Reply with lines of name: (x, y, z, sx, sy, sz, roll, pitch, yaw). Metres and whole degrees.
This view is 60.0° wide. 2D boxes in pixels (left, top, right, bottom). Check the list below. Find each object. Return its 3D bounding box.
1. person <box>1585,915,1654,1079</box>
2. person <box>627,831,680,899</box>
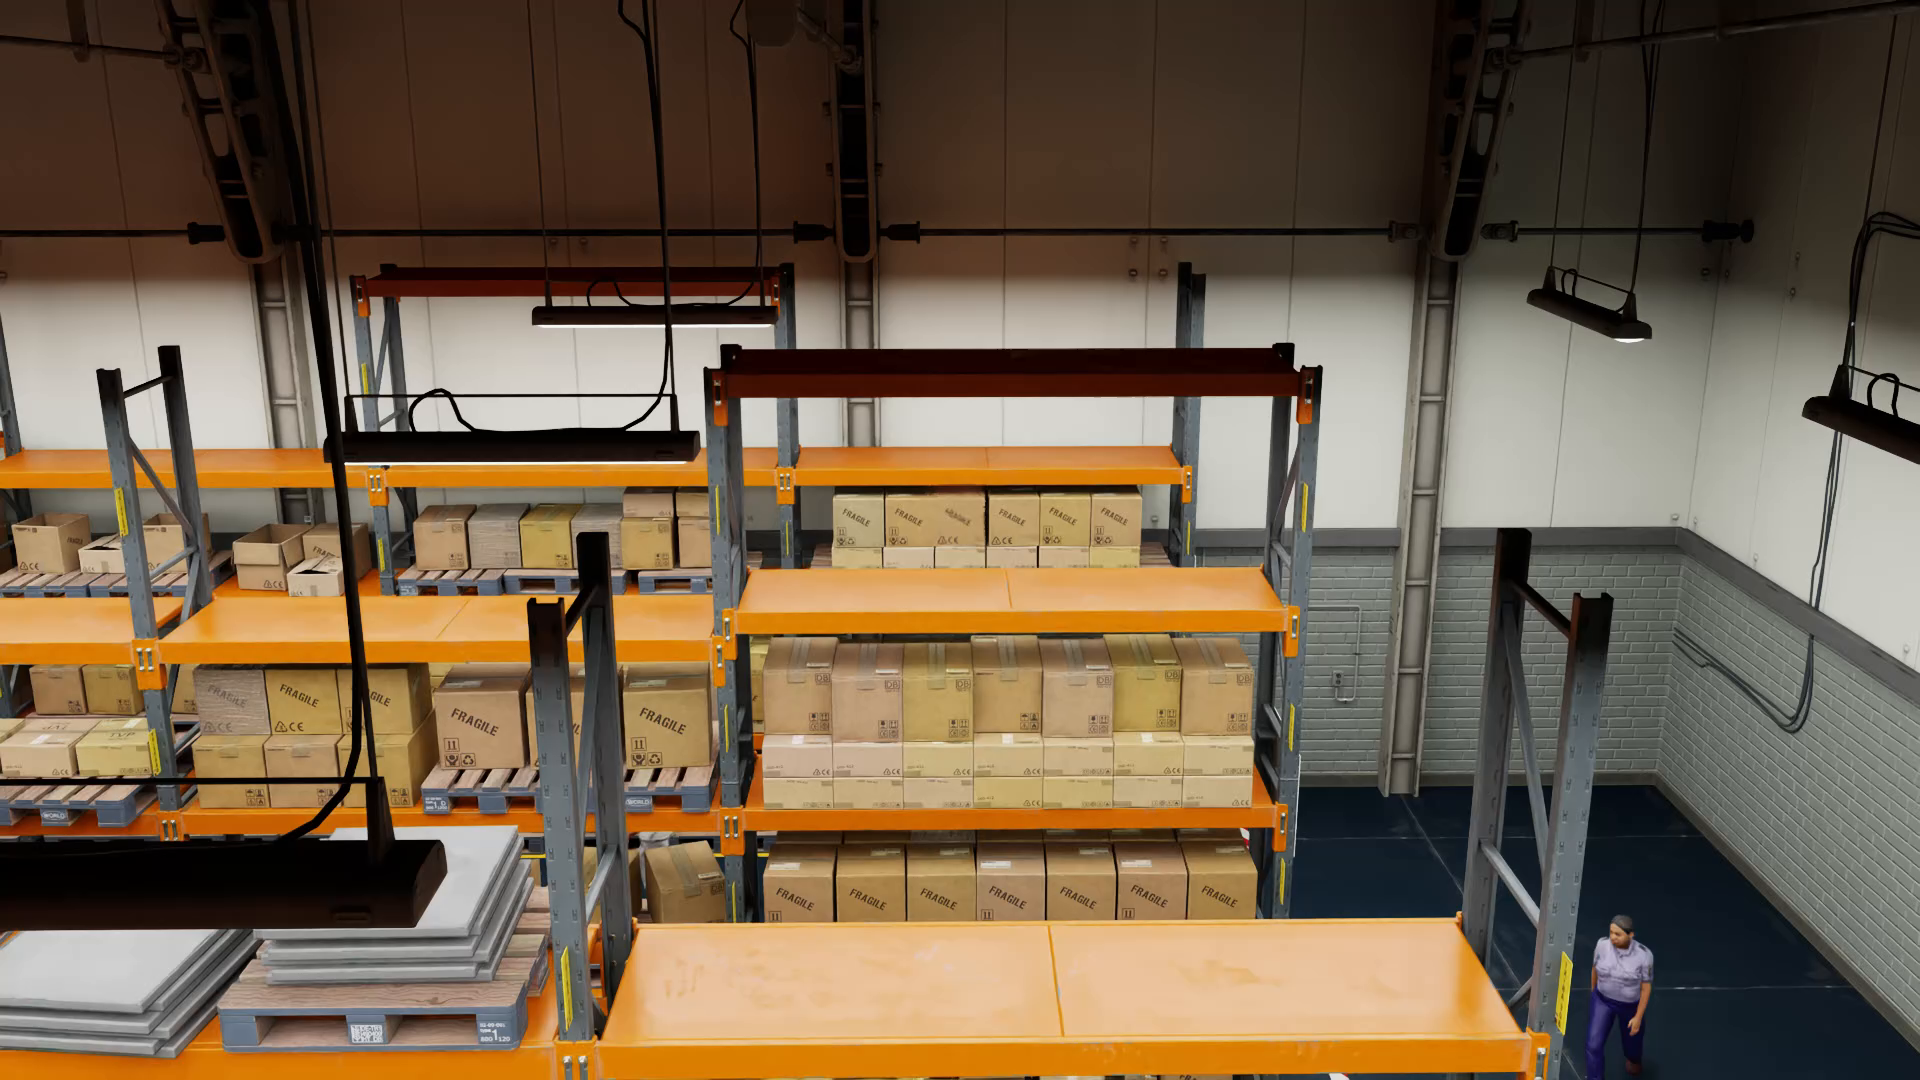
person: (5.209, 3.680, 13.176, 0.465, 1.533, 1.018, 9, 19, 29)
person: (-2.925, 2.843, 15.838, 0.676, 1.840, 0.670, 2, 16, 7)
